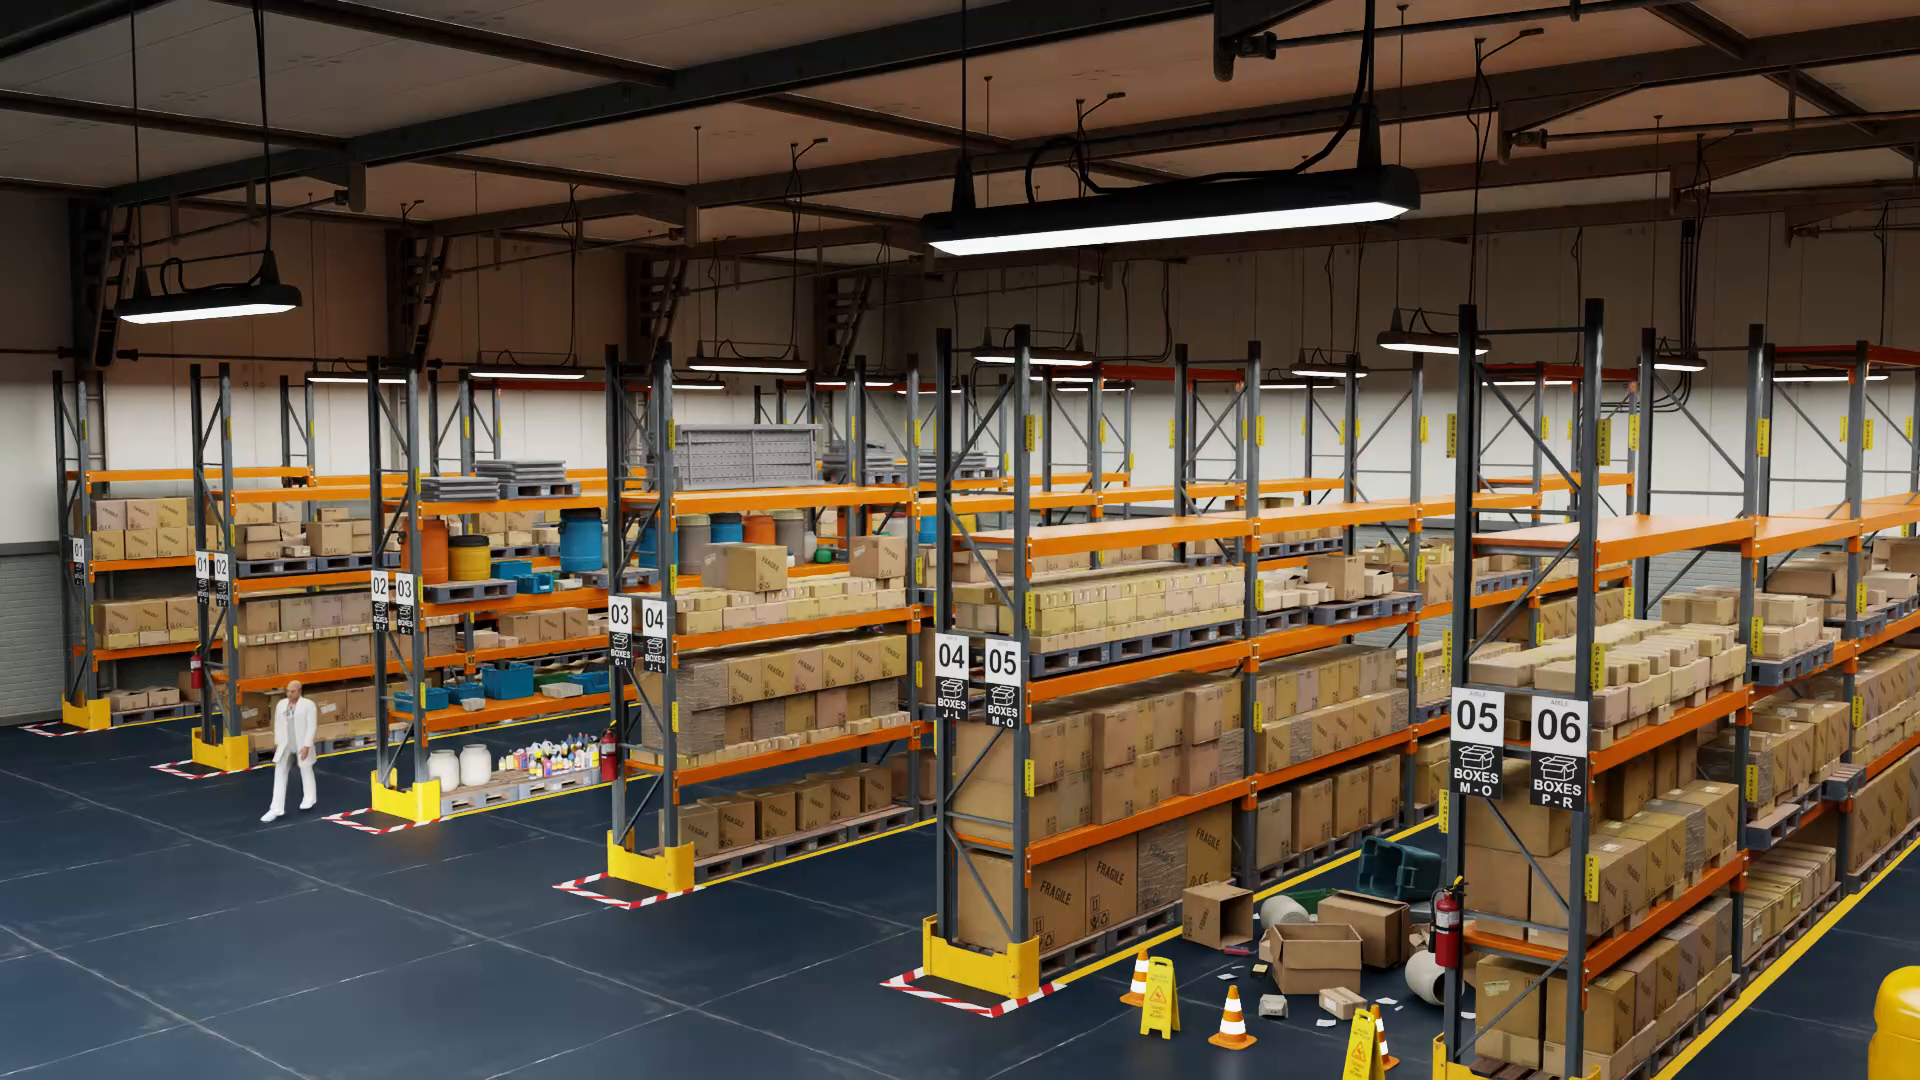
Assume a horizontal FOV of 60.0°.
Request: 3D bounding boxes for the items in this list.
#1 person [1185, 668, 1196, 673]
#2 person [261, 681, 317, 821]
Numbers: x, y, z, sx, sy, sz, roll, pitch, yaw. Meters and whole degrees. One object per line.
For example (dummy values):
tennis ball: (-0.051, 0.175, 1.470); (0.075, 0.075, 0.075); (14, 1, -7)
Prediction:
person: (3.265, 2.568, 23.929); (0.659, 1.827, 0.651); (-3, 5, -35)
person: (-8.710, 2.761, 21.752); (0.600, 1.650, 0.954); (0, 4, -3)
